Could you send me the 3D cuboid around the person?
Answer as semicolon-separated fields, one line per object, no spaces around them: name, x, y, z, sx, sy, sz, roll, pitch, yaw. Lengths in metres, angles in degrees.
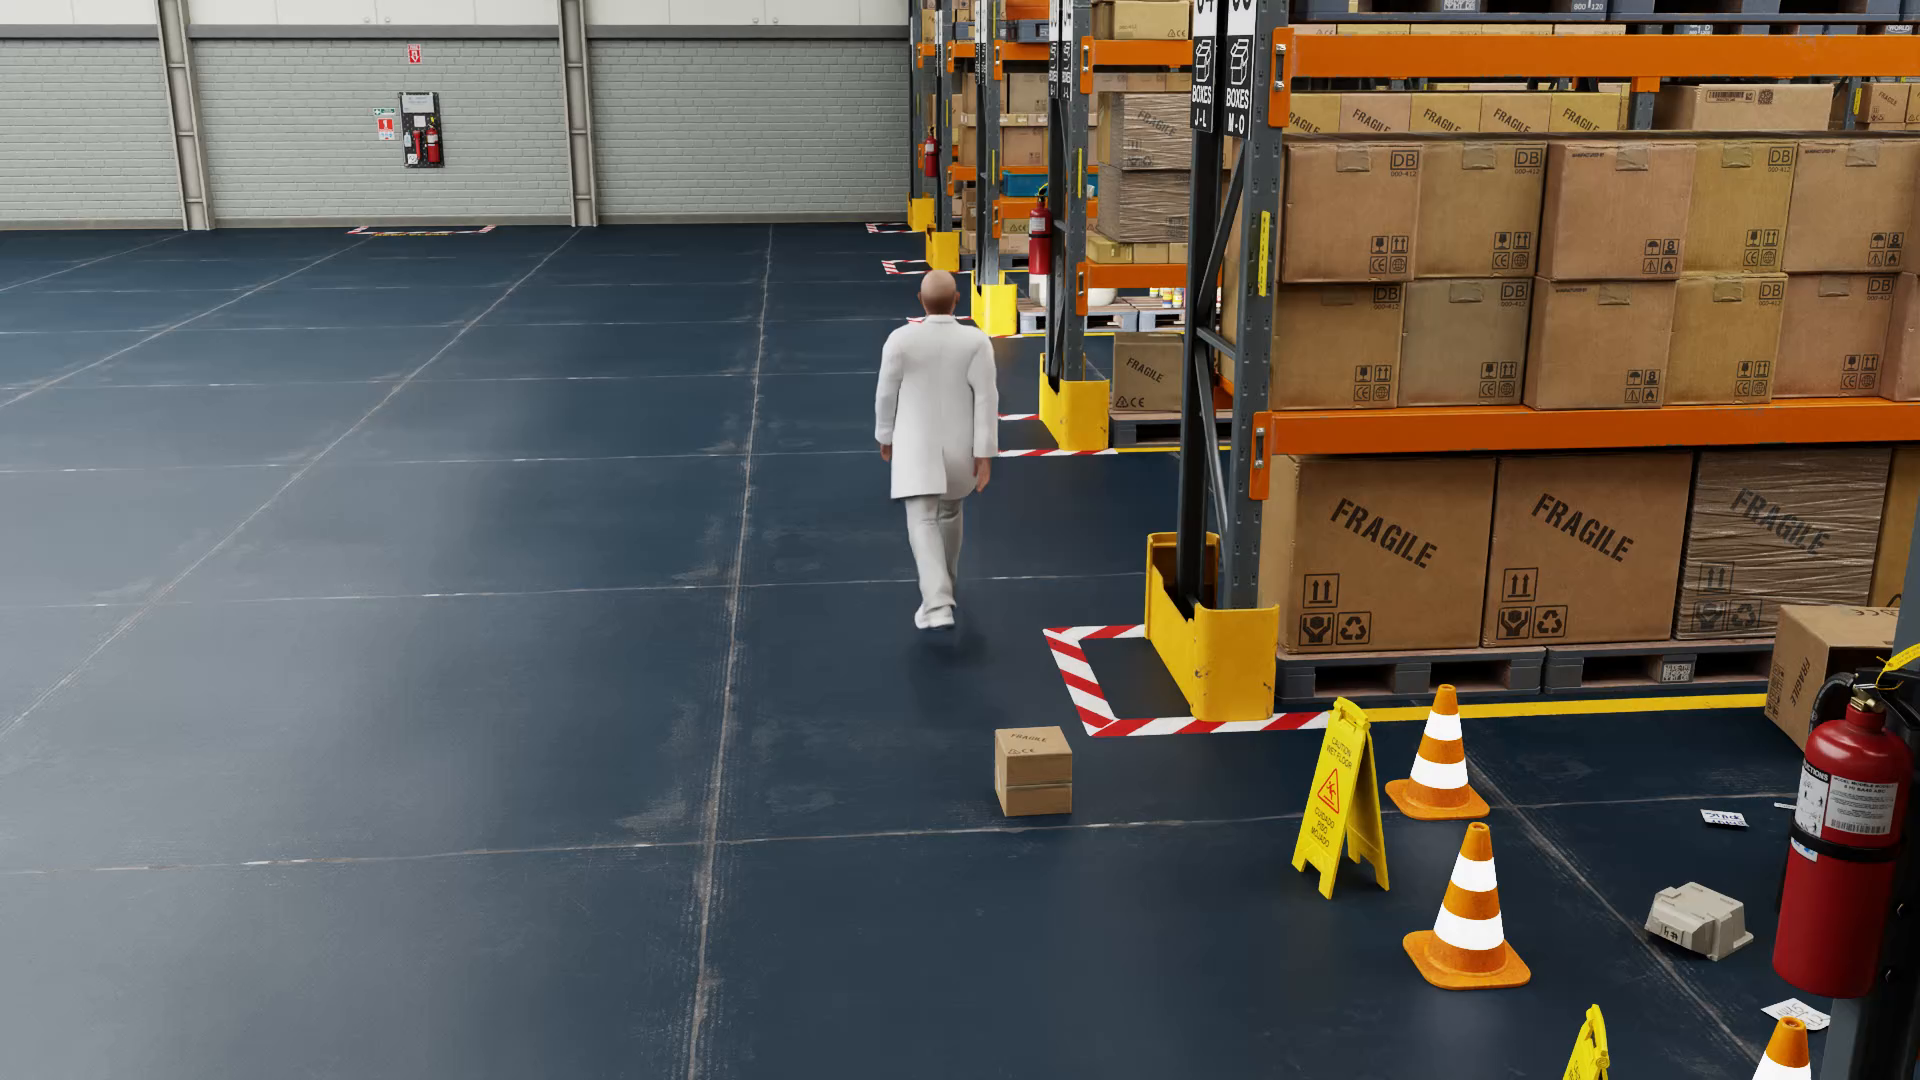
person;-0.120;-0.456;8.099;0.568;1.729;1.141;-3;17;-12
